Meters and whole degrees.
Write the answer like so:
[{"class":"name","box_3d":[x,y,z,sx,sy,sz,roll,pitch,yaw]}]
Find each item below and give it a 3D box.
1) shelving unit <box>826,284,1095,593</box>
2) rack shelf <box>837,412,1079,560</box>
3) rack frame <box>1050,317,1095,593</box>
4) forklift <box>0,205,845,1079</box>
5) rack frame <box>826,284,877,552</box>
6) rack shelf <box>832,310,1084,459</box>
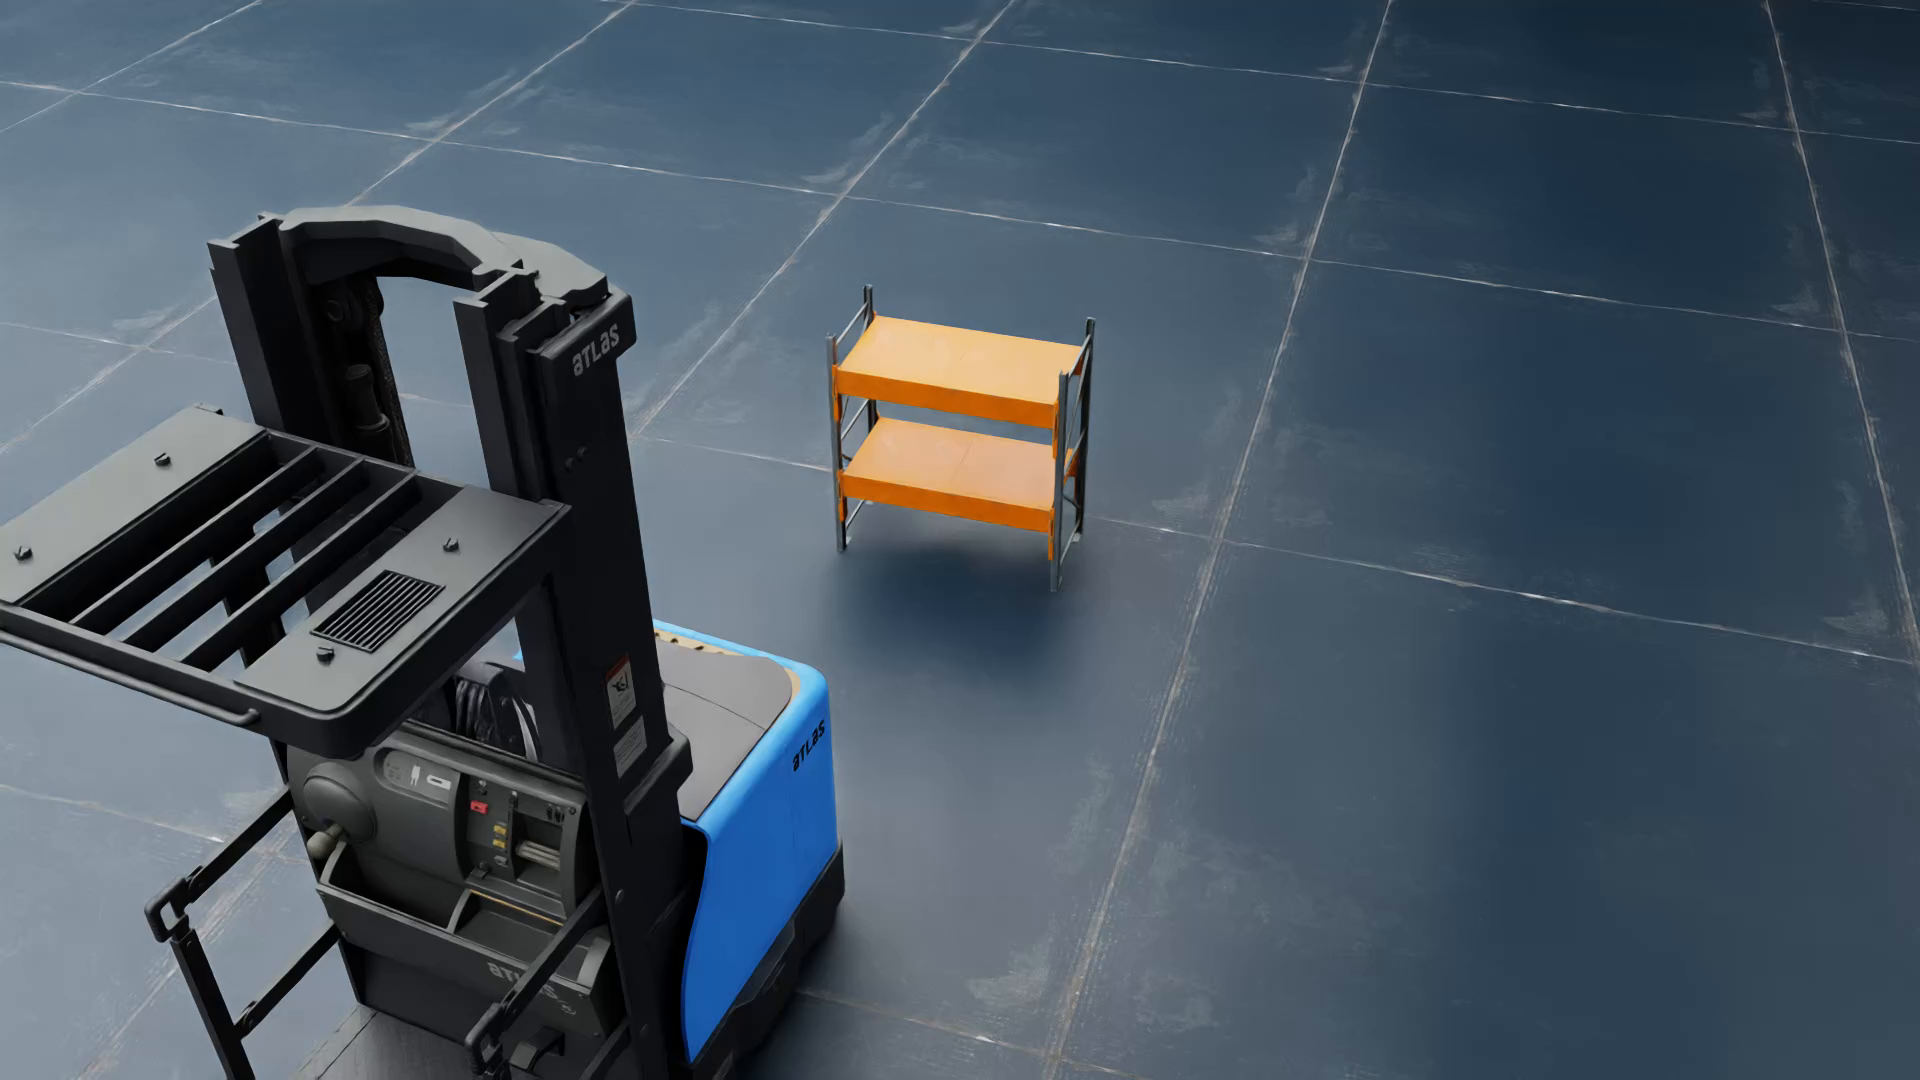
[{"class":"shelving unit","box_3d":[0.006,-0.452,7.415,1.048,1.125,0.538,10,38,14]},{"class":"rack shelf","box_3d":[0.006,-0.255,7.560,1.000,0.278,0.538,10,38,14]},{"class":"rack frame","box_3d":[0.492,-0.362,7.293,0.032,1.125,0.500,10,38,14]},{"class":"forklift","box_3d":[-1.469,0.788,4.207,1.130,2.935,3.031,15,39,19]},{"class":"rack frame","box_3d":[-0.479,-0.542,7.537,0.032,1.125,0.500,10,38,14]},{"class":"rack shelf","box_3d":[0.006,-0.688,7.241,1.000,0.278,0.538,10,38,14]}]
